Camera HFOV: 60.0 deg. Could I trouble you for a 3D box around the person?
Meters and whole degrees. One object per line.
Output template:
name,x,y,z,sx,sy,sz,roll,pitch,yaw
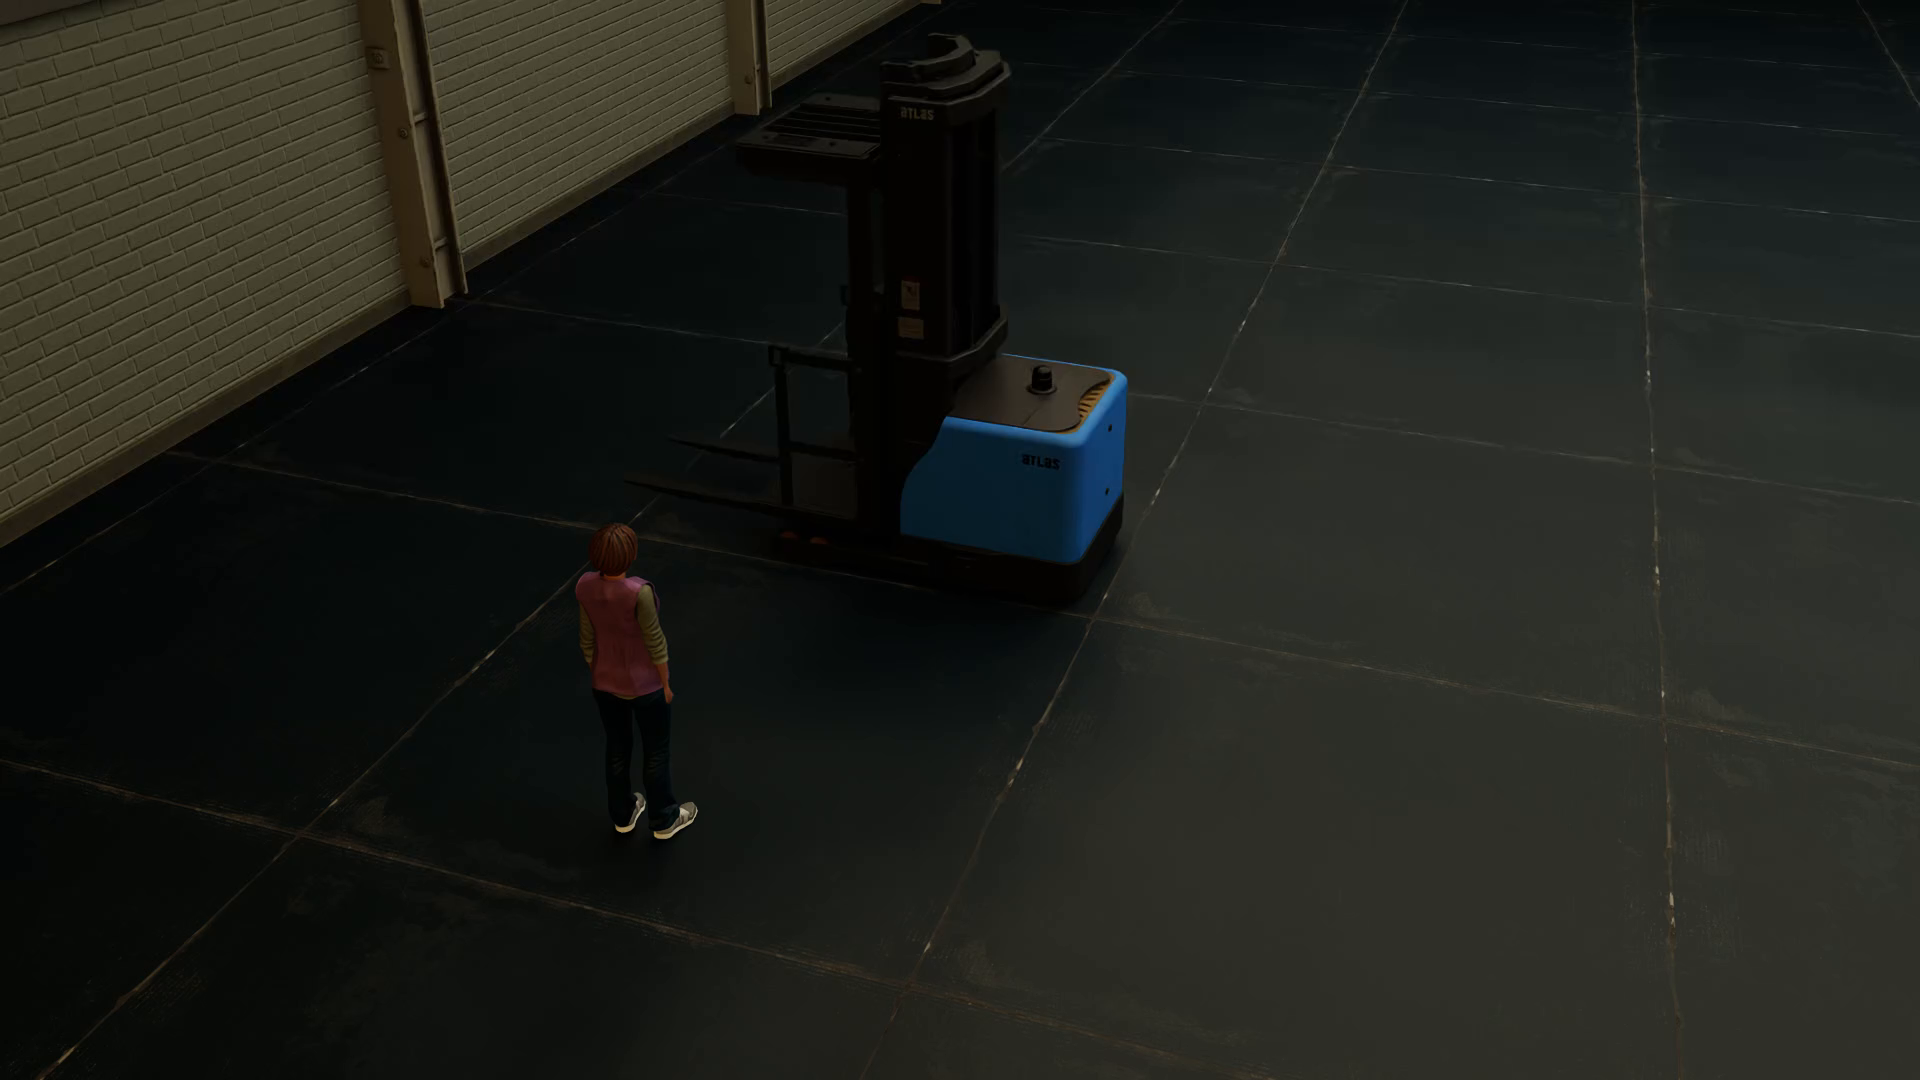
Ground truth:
person,-1.459,0.630,7.377,0.404,1.603,0.311,9,31,15

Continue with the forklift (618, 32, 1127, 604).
forklift,-0.588,-1.356,9.515,3.031,2.935,1.130,10,31,18
